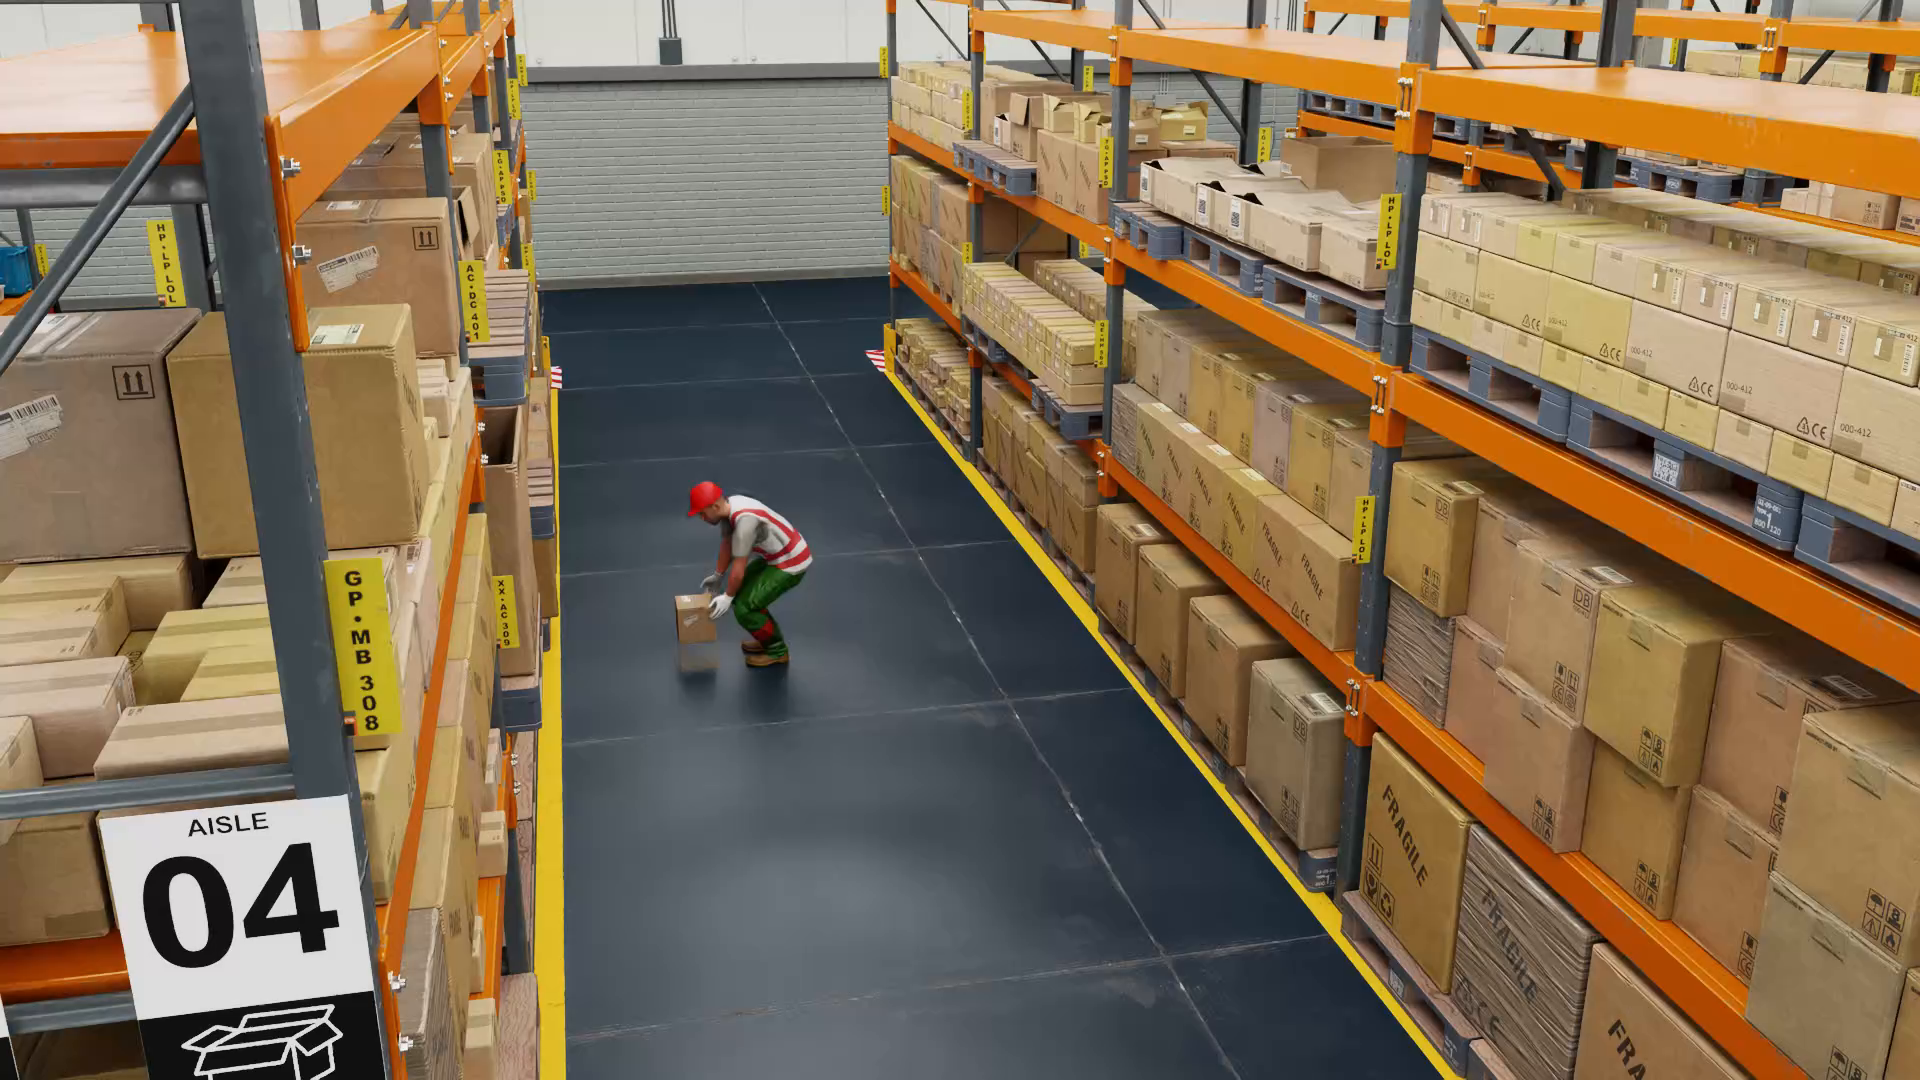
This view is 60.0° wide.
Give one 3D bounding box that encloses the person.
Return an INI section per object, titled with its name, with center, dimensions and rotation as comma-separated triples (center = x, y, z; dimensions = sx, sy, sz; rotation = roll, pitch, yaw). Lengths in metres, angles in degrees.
[person]
center = -1.399, 0.210, 11.181
dimensions = 0.816, 1.295, 0.585
rotation = -4, 20, -12
